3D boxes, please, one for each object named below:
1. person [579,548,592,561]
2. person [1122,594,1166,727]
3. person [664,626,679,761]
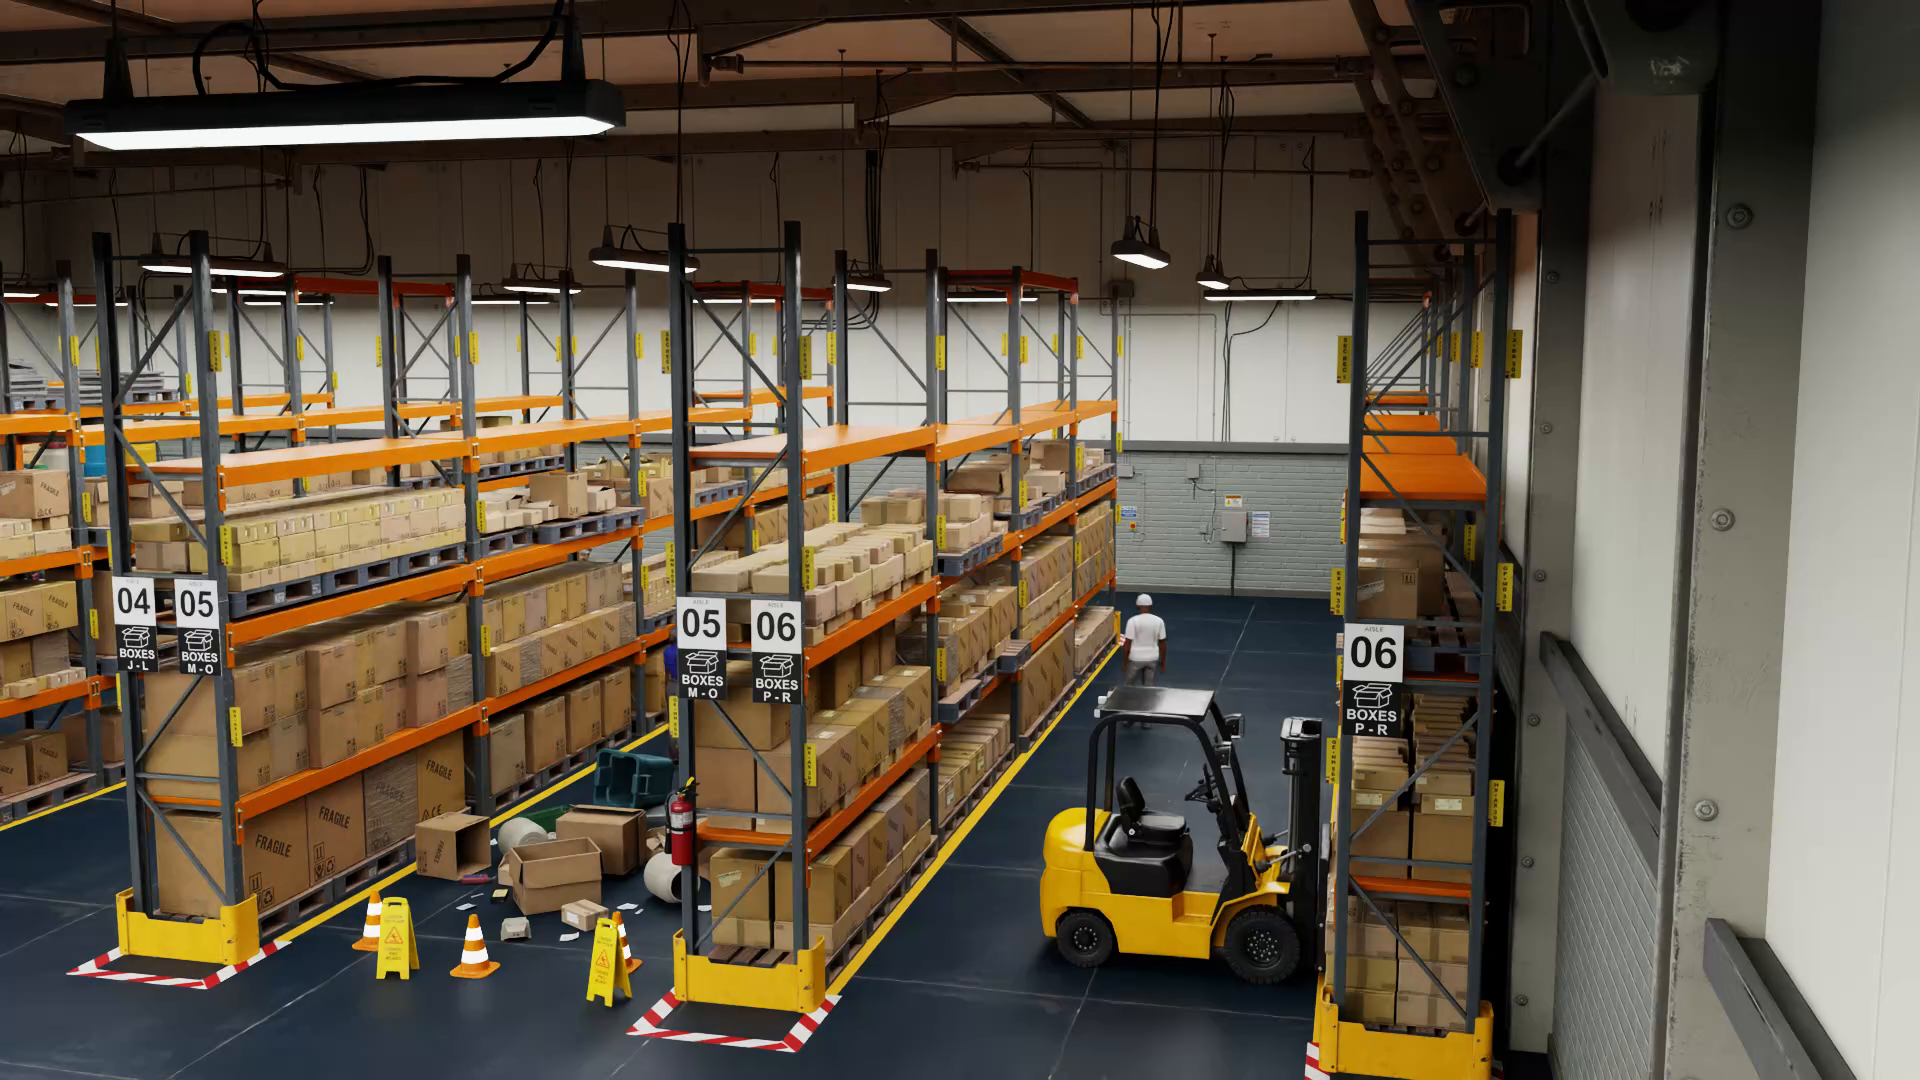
[{"bbox_3d":[-6.339,0.914,28.160,0.562,1.609,1.034,1,7,11],"label":"person"},{"bbox_3d":[2.437,1.609,22.122,0.609,1.786,0.403,-1,7,-11],"label":"person"},{"bbox_3d":[-3.427,1.880,20.307,0.506,1.632,0.457,3,8,23],"label":"person"}]
